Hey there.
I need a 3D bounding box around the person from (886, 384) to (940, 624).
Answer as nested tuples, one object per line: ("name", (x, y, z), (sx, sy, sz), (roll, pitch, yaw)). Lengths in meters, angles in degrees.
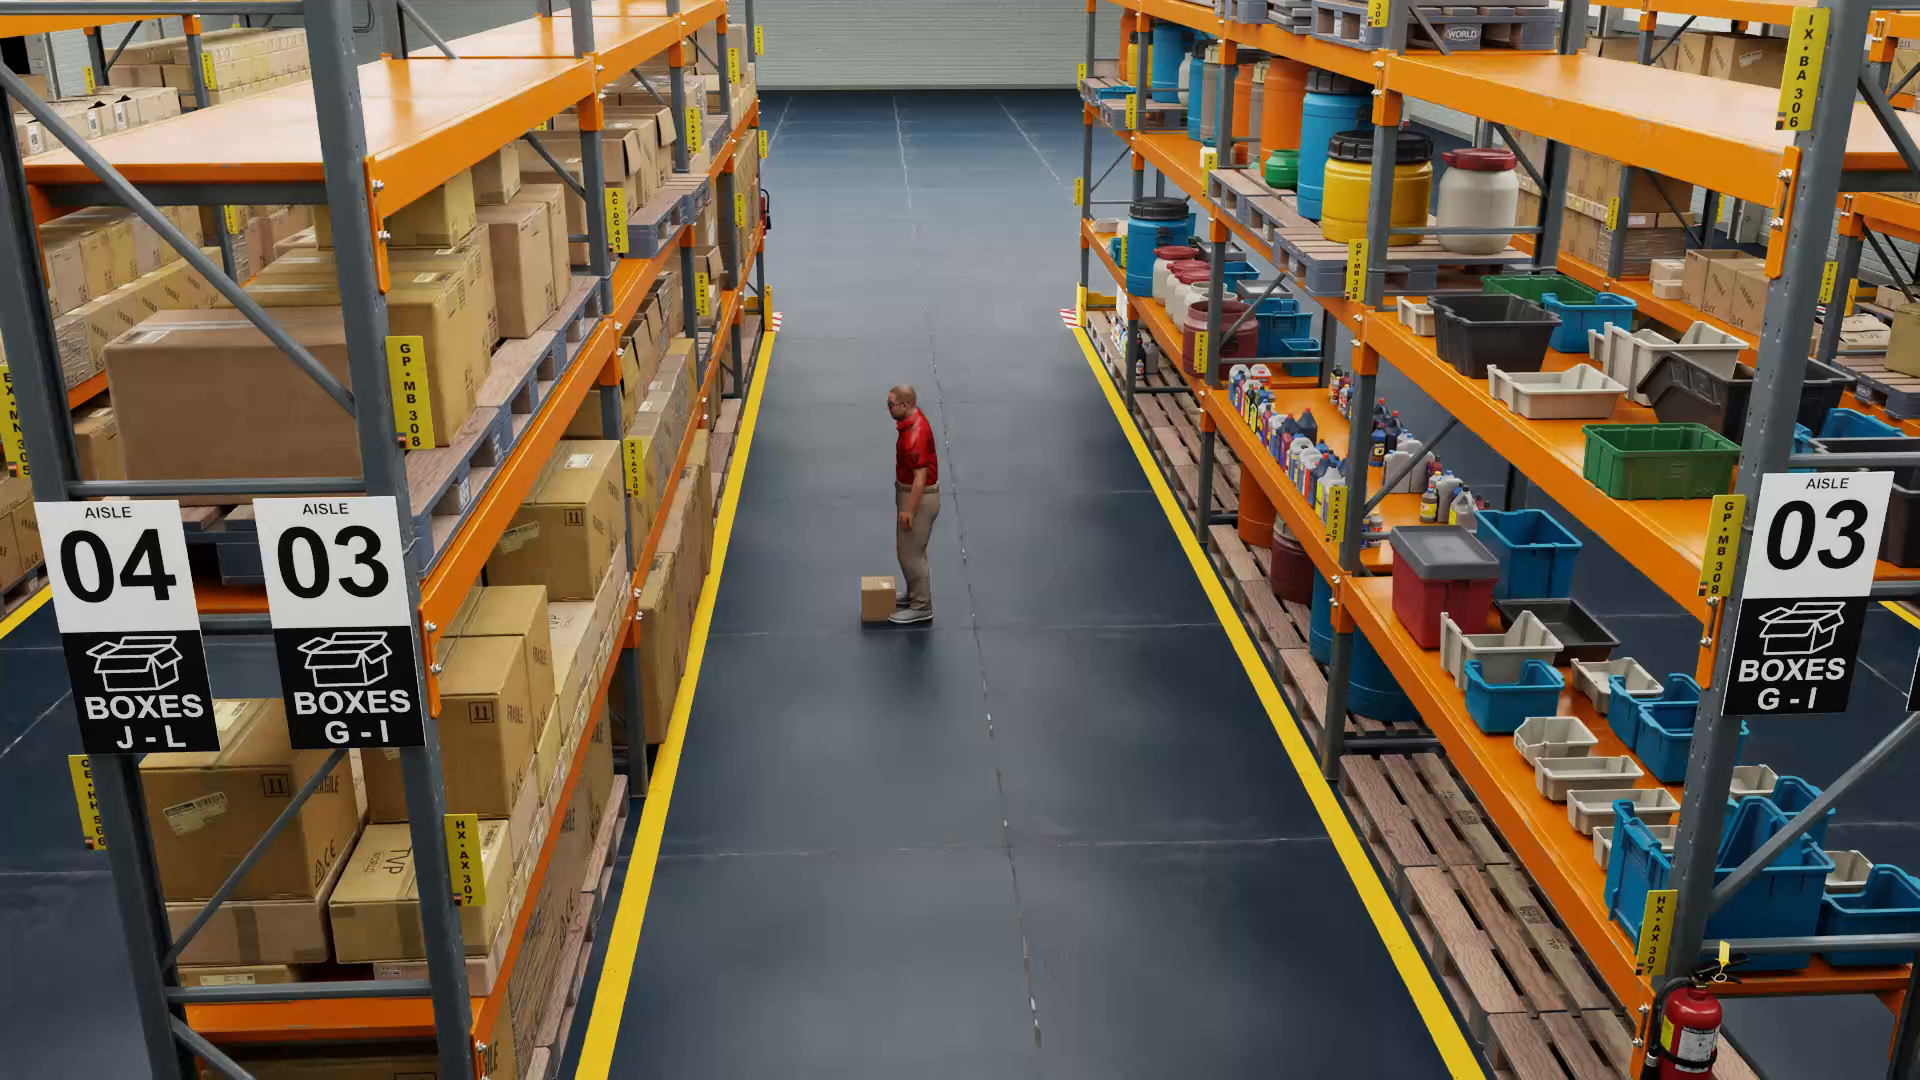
("person", (-0.341, -0.276, 11.842), (0.392, 1.727, 0.585), (-1, 20, -3))
